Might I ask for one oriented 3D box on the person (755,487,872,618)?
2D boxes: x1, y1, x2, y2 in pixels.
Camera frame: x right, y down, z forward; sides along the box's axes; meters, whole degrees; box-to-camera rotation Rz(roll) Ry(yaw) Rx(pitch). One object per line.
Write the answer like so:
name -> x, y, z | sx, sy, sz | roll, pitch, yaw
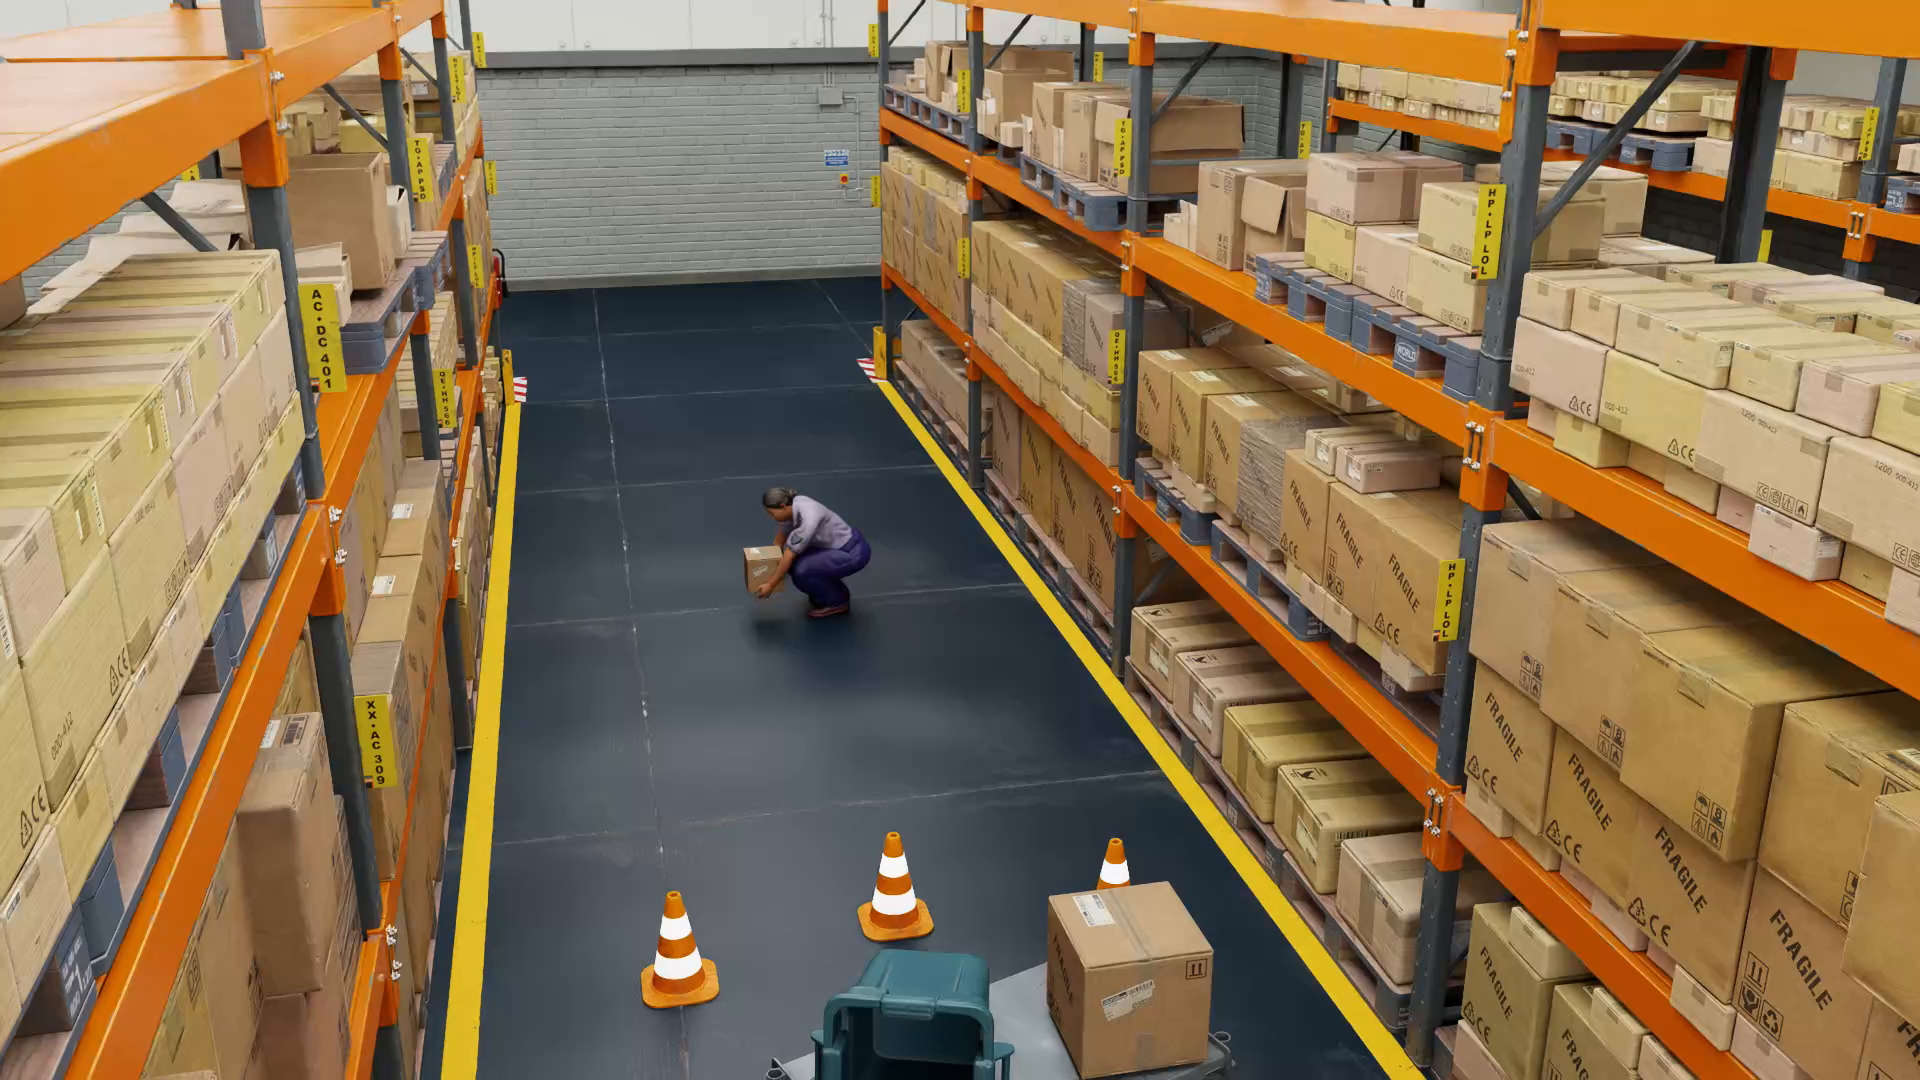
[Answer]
person -> -1.035, 0.053, 11.528 | 0.837, 0.934, 0.505 | -5, 20, -13
